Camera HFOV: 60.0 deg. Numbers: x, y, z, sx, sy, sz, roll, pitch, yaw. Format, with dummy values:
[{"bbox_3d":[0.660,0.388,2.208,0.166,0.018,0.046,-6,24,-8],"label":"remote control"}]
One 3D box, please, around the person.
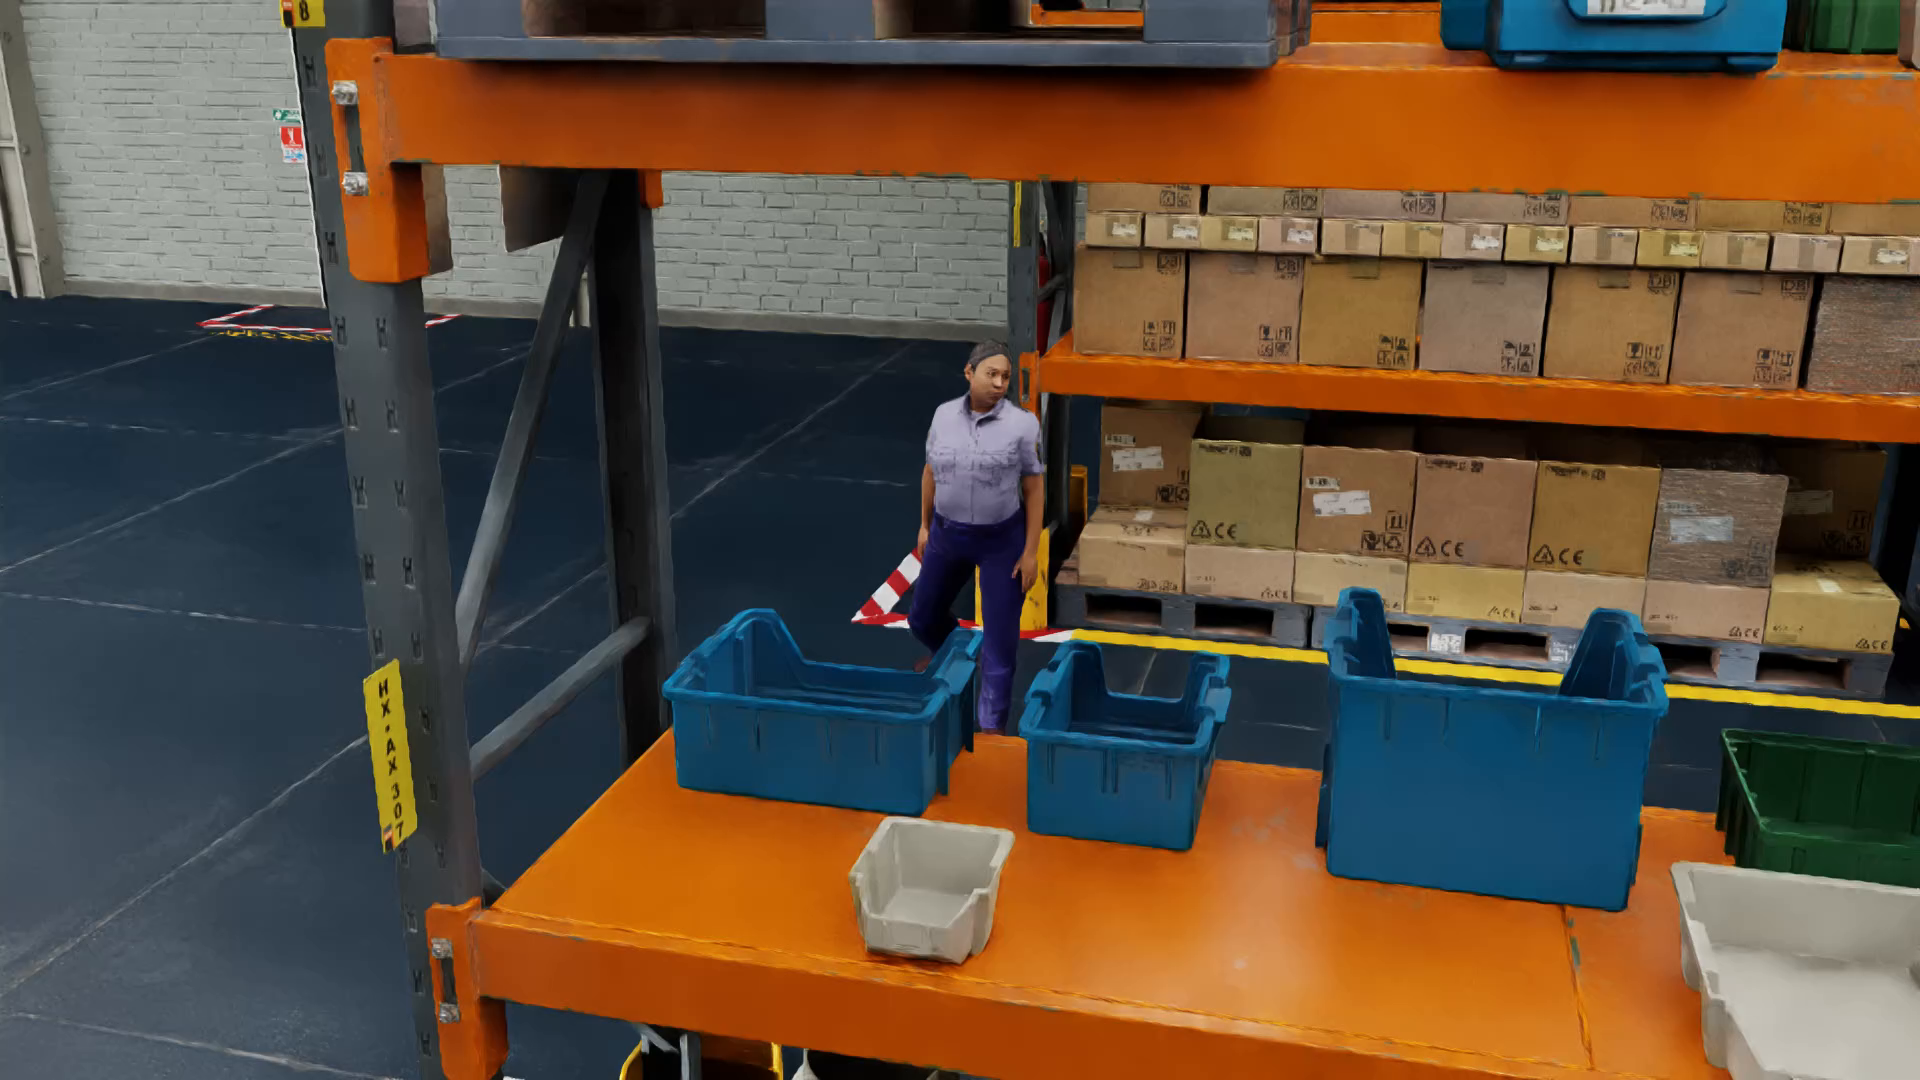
[{"bbox_3d":[0.029,-0.004,6.624,0.684,1.631,0.596,7,20,20],"label":"person"}]
